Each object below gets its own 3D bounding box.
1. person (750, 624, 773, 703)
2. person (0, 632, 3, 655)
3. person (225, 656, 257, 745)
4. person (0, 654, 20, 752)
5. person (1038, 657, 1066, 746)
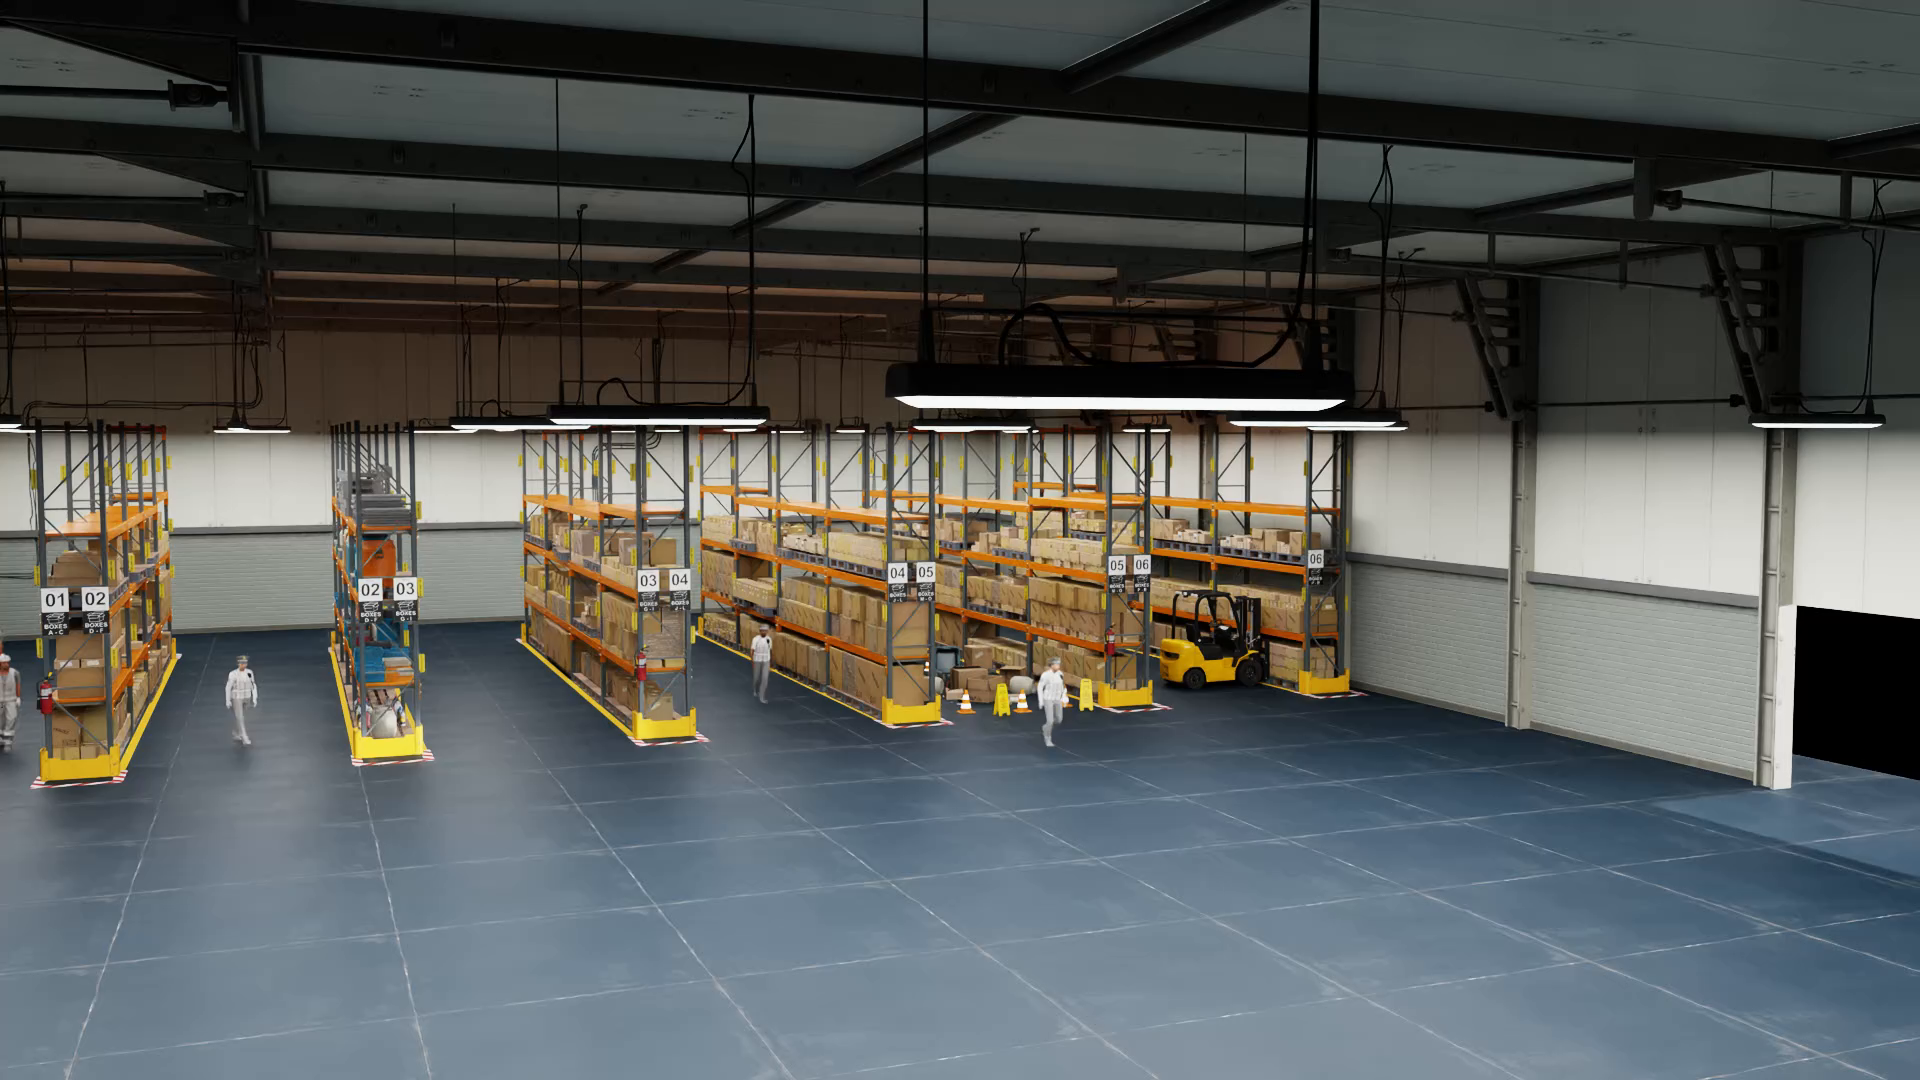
[{"bbox_3d":[-4.293,2.656,36.037,0.538,1.672,0.763,-1,4,-21],"label":"person"},{"bbox_3d":[-21.176,2.563,36.354,0.498,1.728,0.989,-3,4,-37],"label":"person"},{"bbox_3d":[-13.321,2.961,30.903,0.988,1.604,0.504,2,4,35],"label":"person"},{"bbox_3d":[-17.411,2.946,30.307,0.522,1.735,0.962,-2,4,-31],"label":"person"},{"bbox_3d":[1.654,2.976,30.915,0.547,1.654,0.577,-2,4,-34],"label":"person"}]
